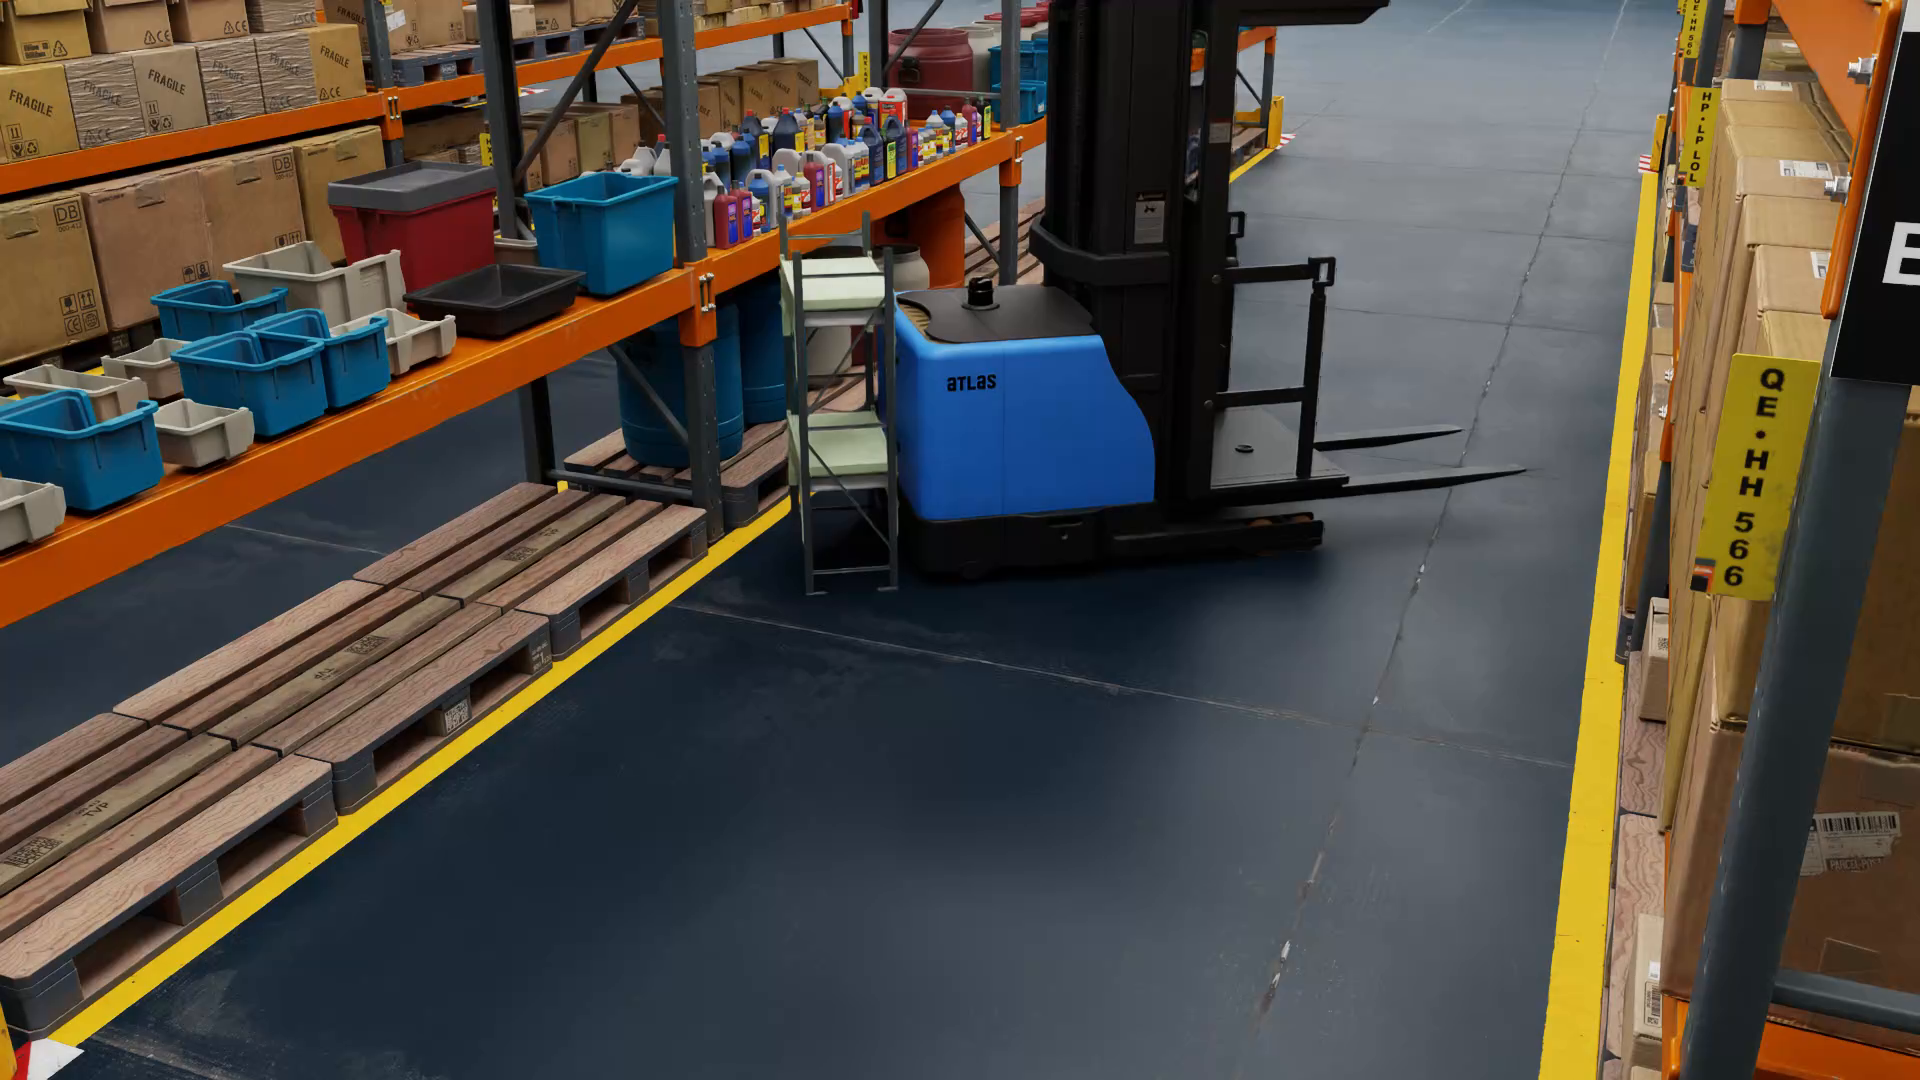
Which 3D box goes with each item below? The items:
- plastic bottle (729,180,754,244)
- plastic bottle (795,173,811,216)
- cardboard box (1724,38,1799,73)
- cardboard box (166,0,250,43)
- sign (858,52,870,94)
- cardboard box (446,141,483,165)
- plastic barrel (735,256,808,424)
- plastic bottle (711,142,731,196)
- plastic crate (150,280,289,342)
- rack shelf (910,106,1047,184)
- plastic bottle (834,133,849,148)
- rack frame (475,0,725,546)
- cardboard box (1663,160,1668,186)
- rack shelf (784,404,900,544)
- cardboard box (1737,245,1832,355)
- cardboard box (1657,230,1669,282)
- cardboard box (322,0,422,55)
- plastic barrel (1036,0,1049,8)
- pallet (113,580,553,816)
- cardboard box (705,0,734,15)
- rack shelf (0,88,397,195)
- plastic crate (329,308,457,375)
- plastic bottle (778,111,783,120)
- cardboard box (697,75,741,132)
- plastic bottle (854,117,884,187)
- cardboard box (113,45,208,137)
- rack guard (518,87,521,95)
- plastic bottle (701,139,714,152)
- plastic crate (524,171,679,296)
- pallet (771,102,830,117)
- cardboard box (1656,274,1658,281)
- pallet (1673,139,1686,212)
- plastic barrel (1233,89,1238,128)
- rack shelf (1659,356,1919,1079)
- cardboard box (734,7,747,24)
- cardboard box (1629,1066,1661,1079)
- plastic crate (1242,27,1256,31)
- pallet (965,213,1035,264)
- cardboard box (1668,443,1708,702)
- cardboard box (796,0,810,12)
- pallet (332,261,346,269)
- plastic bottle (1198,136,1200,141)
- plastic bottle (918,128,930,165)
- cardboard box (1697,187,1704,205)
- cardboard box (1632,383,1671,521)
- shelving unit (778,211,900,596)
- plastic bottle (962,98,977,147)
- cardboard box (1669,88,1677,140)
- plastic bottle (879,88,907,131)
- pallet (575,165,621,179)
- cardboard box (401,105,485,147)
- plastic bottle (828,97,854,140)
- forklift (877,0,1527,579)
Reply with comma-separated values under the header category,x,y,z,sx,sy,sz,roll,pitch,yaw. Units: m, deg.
category,x,y,z,sx,sy,sz,roll,pitch,yaw
plastic bottle,-1.007,-1.516,7.638,0.061,0.283,0.133,9,24,20
plastic bottle,-0.787,-1.709,8.208,0.097,0.201,0.097,0,23,0
cardboard box,5.298,-3.010,10.934,0.500,0.500,0.500,9,24,20
cardboard box,-5.233,-3.609,11.067,0.797,0.503,0.637,9,24,21
sign,-0.617,-3.034,10.911,0.100,0.325,0.005,9,24,20
cardboard box,-4.277,-3.085,13.915,0.700,0.500,0.500,7,24,16
plastic barrel,-1.108,-1.123,8.723,0.600,0.901,0.708,9,24,20
plastic bottle,-1.247,-1.928,8.640,0.097,0.271,0.097,0,23,0
plastic crate,-2.550,-0.742,5.774,0.416,0.233,0.300,9,24,20
rack shelf,0.640,-3.267,12.612,1.077,0.370,4.000,9,24,20
plastic bottle,-0.626,-2.045,8.922,0.097,0.271,0.097,0,23,0
rack frame,-1.589,-1.451,7.333,1.000,3.000,0.127,9,24,20
cardboard box,6.316,-3.085,14.265,0.500,0.250,0.500,9,24,20
rack shelf,-0.532,-0.305,7.380,0.431,0.370,0.720,-4,23,-9
cardboard box,1.620,-0.197,2.902,0.500,0.500,0.500,9,24,22
cardboard box,4.647,-1.766,10.381,0.500,0.311,0.500,8,24,19
cardboard box,-4.538,-4.031,12.834,0.500,0.500,0.500,6,23,14
plastic barrel,0.824,-4.066,13.416,0.433,0.535,0.433,0,23,0
pallet,-2.278,0.542,6.178,1.003,0.211,1.213,9,24,20
cardboard box,-2.773,-5.533,16.588,0.875,0.500,0.500,9,24,20
rack shelf,-5.445,-2.544,10.883,1.077,0.370,4.000,9,24,20
plastic crate,-1.957,-0.691,5.777,0.293,0.136,0.466,9,24,20
plastic bottle,-1.036,-2.313,9.548,0.061,0.283,0.133,9,24,20
cardboard box,-2.667,-4.641,17.666,0.500,0.500,0.500,7,24,15
plastic bottle,-0.498,-2.080,8.903,0.144,0.351,0.185,9,24,20
cardboard box,-5.225,-2.880,10.624,0.500,0.500,0.500,9,24,21
rack guard,-6.289,-6.056,21.600,1.175,0.500,0.348,9,24,20
plastic bottle,-1.370,-1.941,8.666,0.152,0.276,0.135,9,24,20
plastic crate,-1.446,-1.256,6.808,0.392,0.384,0.575,9,24,20
pallet,-2.093,-4.855,19.100,1.003,0.211,1.213,9,24,20
cardboard box,4.841,-1.685,10.915,0.500,0.250,0.500,9,24,21
pallet,4.308,-1.831,8.491,1.213,0.211,1.003,9,24,20
plastic barrel,2.695,-4.545,17.422,0.421,0.512,0.421,0,23,0
rack shelf,2.266,0.307,4.057,1.077,0.370,4.000,9,24,20
cardboard box,-2.415,-5.392,17.093,0.380,0.149,0.250,9,24,20
cardboard box,1.496,1.411,3.153,0.500,0.500,0.500,9,24,20
plastic crate,2.714,-5.224,16.557,0.499,0.251,0.408,9,24,20
pallet,0.675,-2.303,12.989,1.003,0.211,1.213,9,24,20
cardboard box,1.816,0.081,3.534,0.500,0.500,0.500,9,24,20
cardboard box,-1.890,-5.934,18.390,0.380,0.149,0.250,9,24,20
pallet,-5.065,-2.034,12.345,1.003,0.211,1.213,9,24,20
plastic bottle,2.238,-3.614,15.464,0.061,0.283,0.133,10,25,22
plastic bottle,-0.220,-2.255,9.515,0.097,0.201,0.097,0,23,0
cardboard box,3.608,-1.622,7.067,0.700,0.500,0.500,3,23,7
cardboard box,3.304,-0.363,7.400,0.500,0.500,0.500,9,24,21
shelving unit,-0.532,-0.606,7.254,0.431,1.500,0.755,-4,23,-9
plastic bottle,0.057,-2.541,10.092,0.061,0.283,0.133,9,24,20
cardboard box,6.876,-3.967,15.405,0.500,0.500,0.500,9,24,20
plastic bottle,-0.423,-2.695,10.472,0.152,0.276,0.135,9,24,20
pallet,-3.504,-3.458,15.754,1.003,0.211,1.213,9,24,20
cardboard box,-4.293,-3.423,13.752,0.500,0.250,0.500,12,25,26
plastic bottle,-0.736,-2.551,10.128,0.152,0.276,0.135,9,24,20
forklift,1.174,-1.469,7.464,3.031,2.935,1.130,-5,23,-13
